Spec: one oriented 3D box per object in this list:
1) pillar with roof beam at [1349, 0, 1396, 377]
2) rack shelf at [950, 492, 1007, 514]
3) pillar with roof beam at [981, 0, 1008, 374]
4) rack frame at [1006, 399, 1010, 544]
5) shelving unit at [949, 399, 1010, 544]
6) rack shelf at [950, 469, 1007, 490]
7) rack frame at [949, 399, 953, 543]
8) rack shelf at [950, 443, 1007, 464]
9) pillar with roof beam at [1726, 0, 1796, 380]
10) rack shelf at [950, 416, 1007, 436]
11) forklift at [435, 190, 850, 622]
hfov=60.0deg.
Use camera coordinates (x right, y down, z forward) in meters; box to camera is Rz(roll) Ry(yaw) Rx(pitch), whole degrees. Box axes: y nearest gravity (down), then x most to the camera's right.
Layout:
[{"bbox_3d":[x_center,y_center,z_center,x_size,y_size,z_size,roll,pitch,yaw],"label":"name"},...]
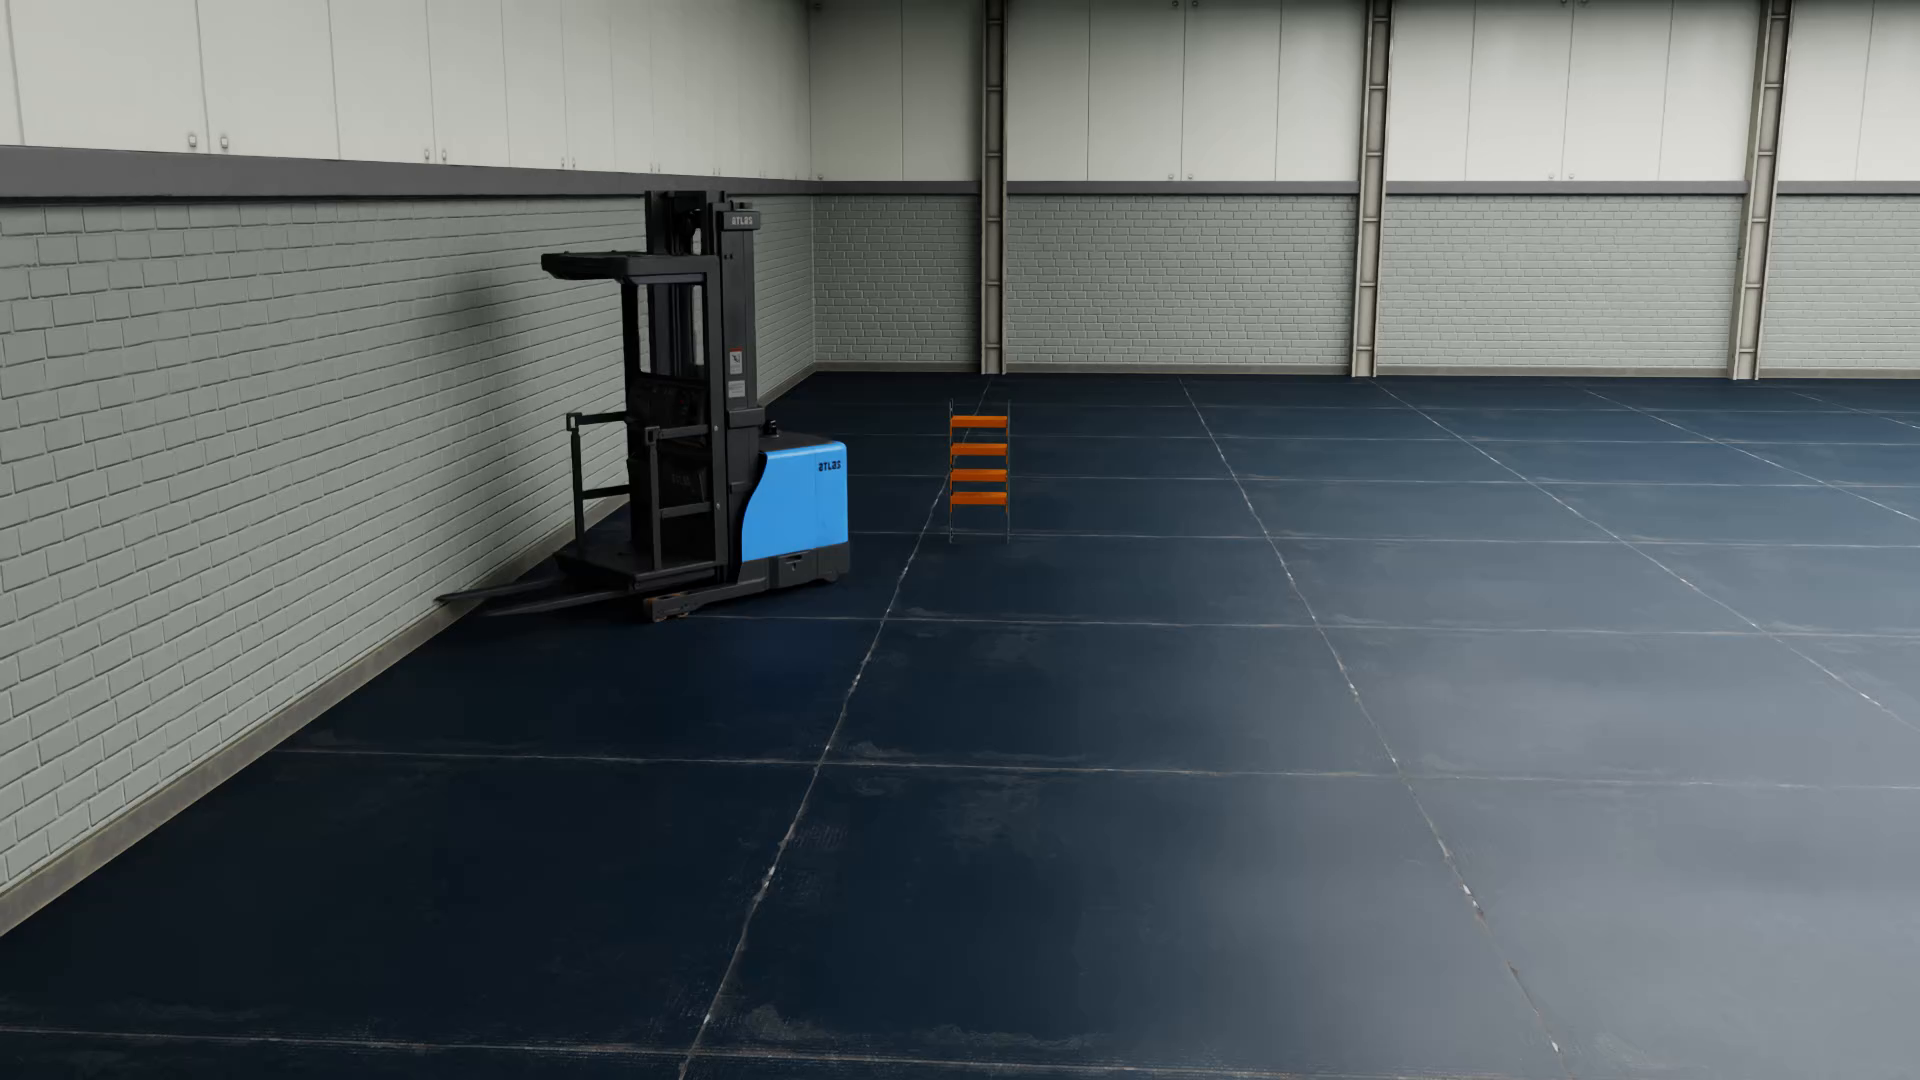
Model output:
[{"bbox_3d":[6.252,-6.196,21.908,0.400,9.000,9.100,1,12,4],"label":"pillar with roof beam"},{"bbox_3d":[0.165,-0.325,14.189,0.480,0.148,0.258,1,12,4],"label":"rack shelf"},{"bbox_3d":[0.266,-6.278,22.301,0.400,9.000,9.100,1,12,4],"label":"pillar with roof beam"},{"bbox_3d":[0.409,-0.582,14.118,0.015,1.200,0.240,1,12,4],"label":"rack frame"},{"bbox_3d":[0.165,-0.585,14.134,0.503,1.200,0.258,1,12,4],"label":"shelving unit"},{"bbox_3d":[0.165,-0.519,14.148,0.480,0.148,0.258,1,12,4],"label":"rack shelf"},{"bbox_3d":[-0.078,-0.588,14.150,0.015,1.200,0.240,1,12,4],"label":"rack frame"},{"bbox_3d":[0.165,-0.738,14.102,0.480,0.148,0.258,1,12,4],"label":"rack shelf"},{"bbox_3d":[12.239,-6.113,21.516,0.400,9.000,9.100,1,12,4],"label":"pillar with roof beam"},{"bbox_3d":[0.165,-0.970,14.054,0.480,0.148,0.258,1,12,4],"label":"rack shelf"},{"bbox_3d":[-2.253,-0.985,11.817,3.031,2.935,1.130,-11,16,-43],"label":"forklift"}]
